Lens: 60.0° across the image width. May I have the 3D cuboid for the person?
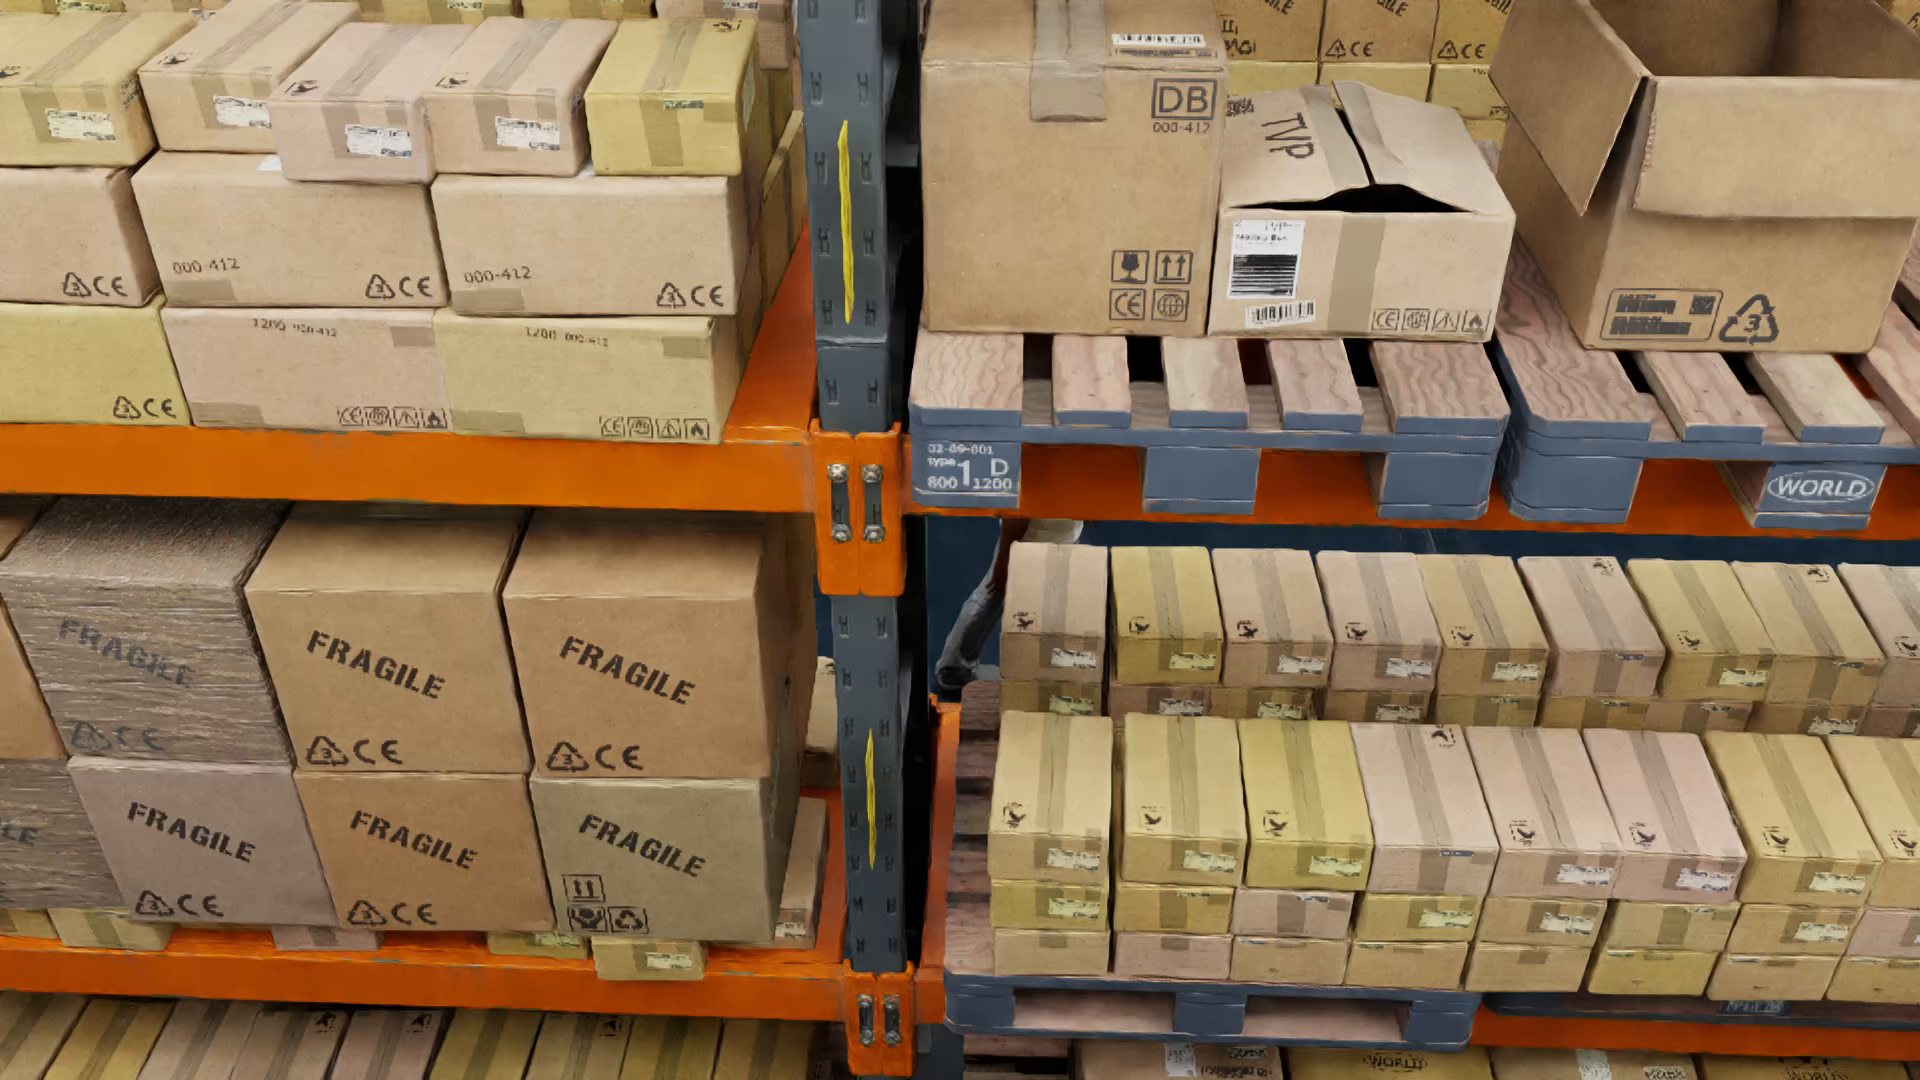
[{"bbox_3d":[0.401,-0.087,6.256,1.010,1.710,0.596,0,35,0],"label":"person"}]
